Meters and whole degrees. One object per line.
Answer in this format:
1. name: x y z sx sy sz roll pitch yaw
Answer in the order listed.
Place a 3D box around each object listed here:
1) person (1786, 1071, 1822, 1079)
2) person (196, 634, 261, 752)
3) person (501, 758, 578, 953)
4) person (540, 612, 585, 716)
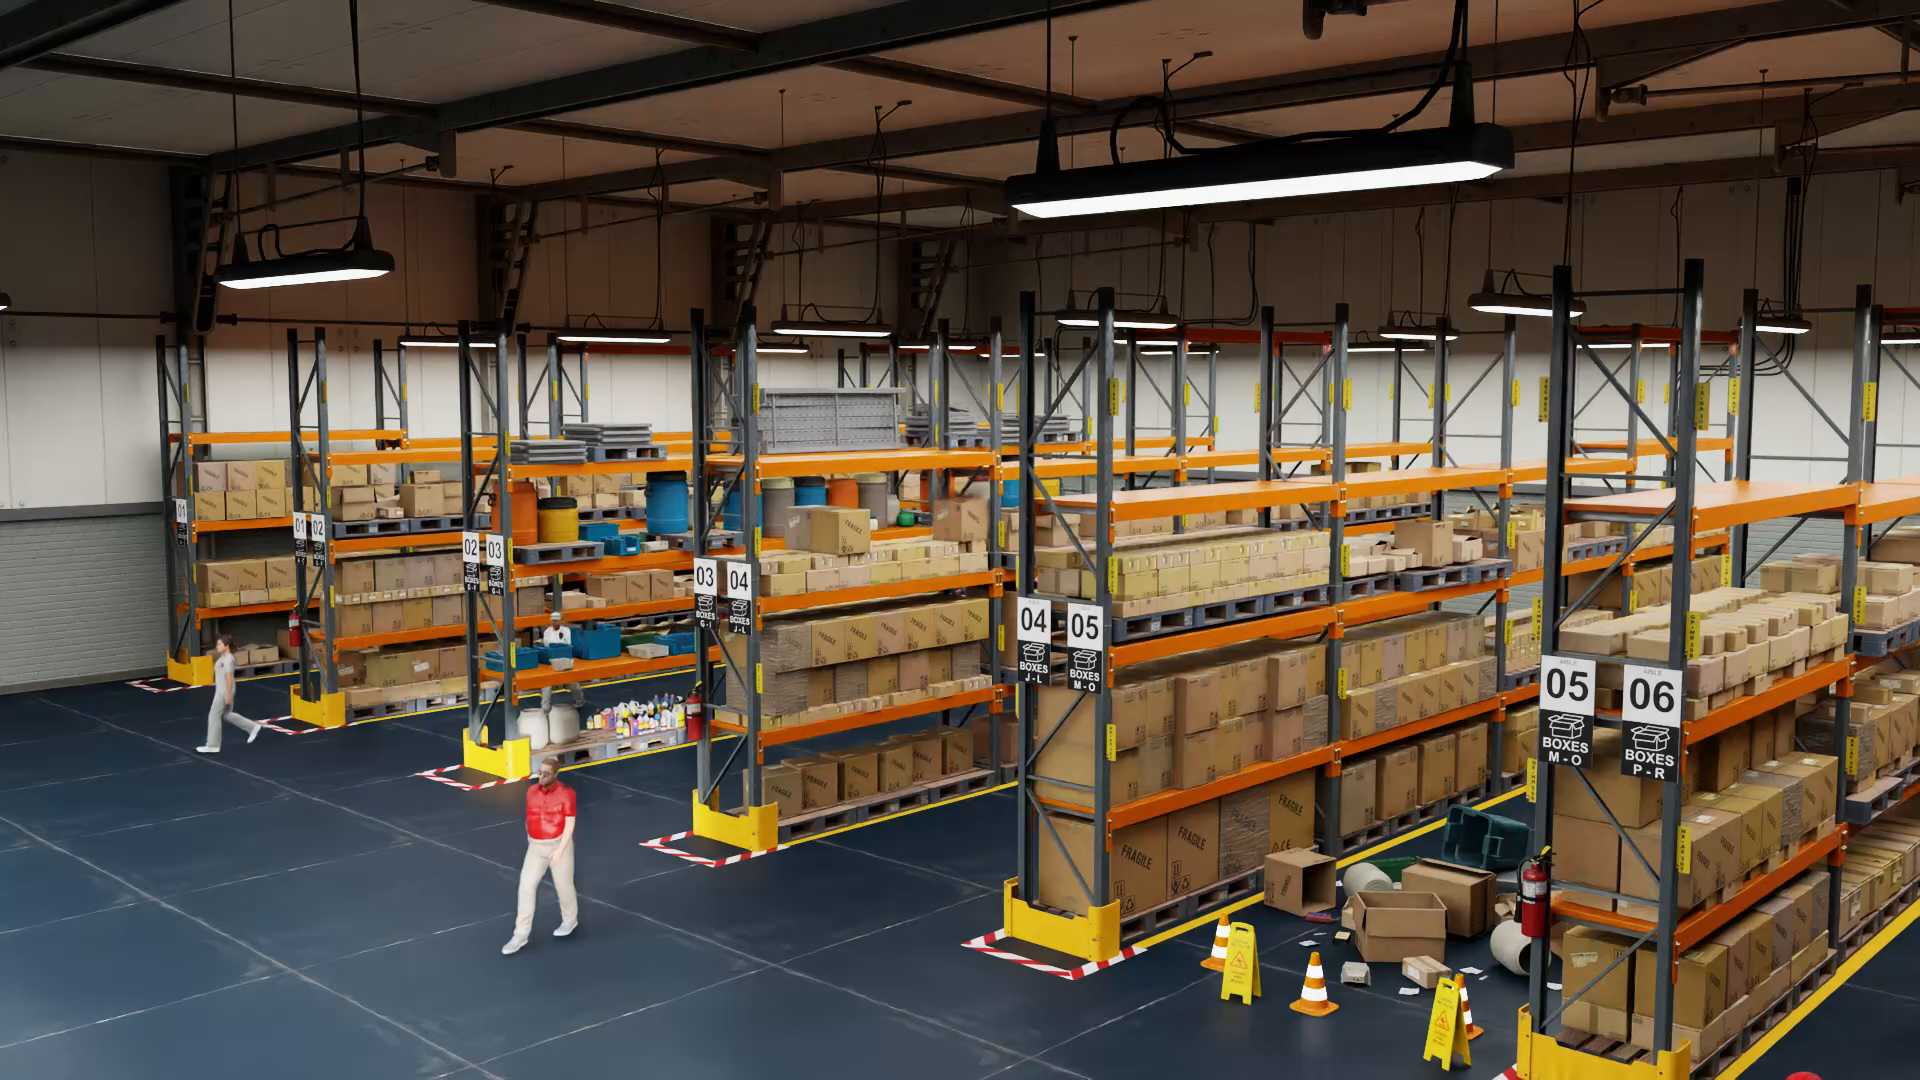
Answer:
1. person: 4.152 3.520 8.223 0.805 1.804 0.577 -3 6 -25
2. person: -10.298 2.139 23.365 0.843 1.650 0.465 -2 6 -20
3. person: -3.821 2.865 15.311 0.563 1.701 0.842 1 5 10
4. person: -6.265 1.910 25.952 0.547 1.599 1.064 2 6 17
